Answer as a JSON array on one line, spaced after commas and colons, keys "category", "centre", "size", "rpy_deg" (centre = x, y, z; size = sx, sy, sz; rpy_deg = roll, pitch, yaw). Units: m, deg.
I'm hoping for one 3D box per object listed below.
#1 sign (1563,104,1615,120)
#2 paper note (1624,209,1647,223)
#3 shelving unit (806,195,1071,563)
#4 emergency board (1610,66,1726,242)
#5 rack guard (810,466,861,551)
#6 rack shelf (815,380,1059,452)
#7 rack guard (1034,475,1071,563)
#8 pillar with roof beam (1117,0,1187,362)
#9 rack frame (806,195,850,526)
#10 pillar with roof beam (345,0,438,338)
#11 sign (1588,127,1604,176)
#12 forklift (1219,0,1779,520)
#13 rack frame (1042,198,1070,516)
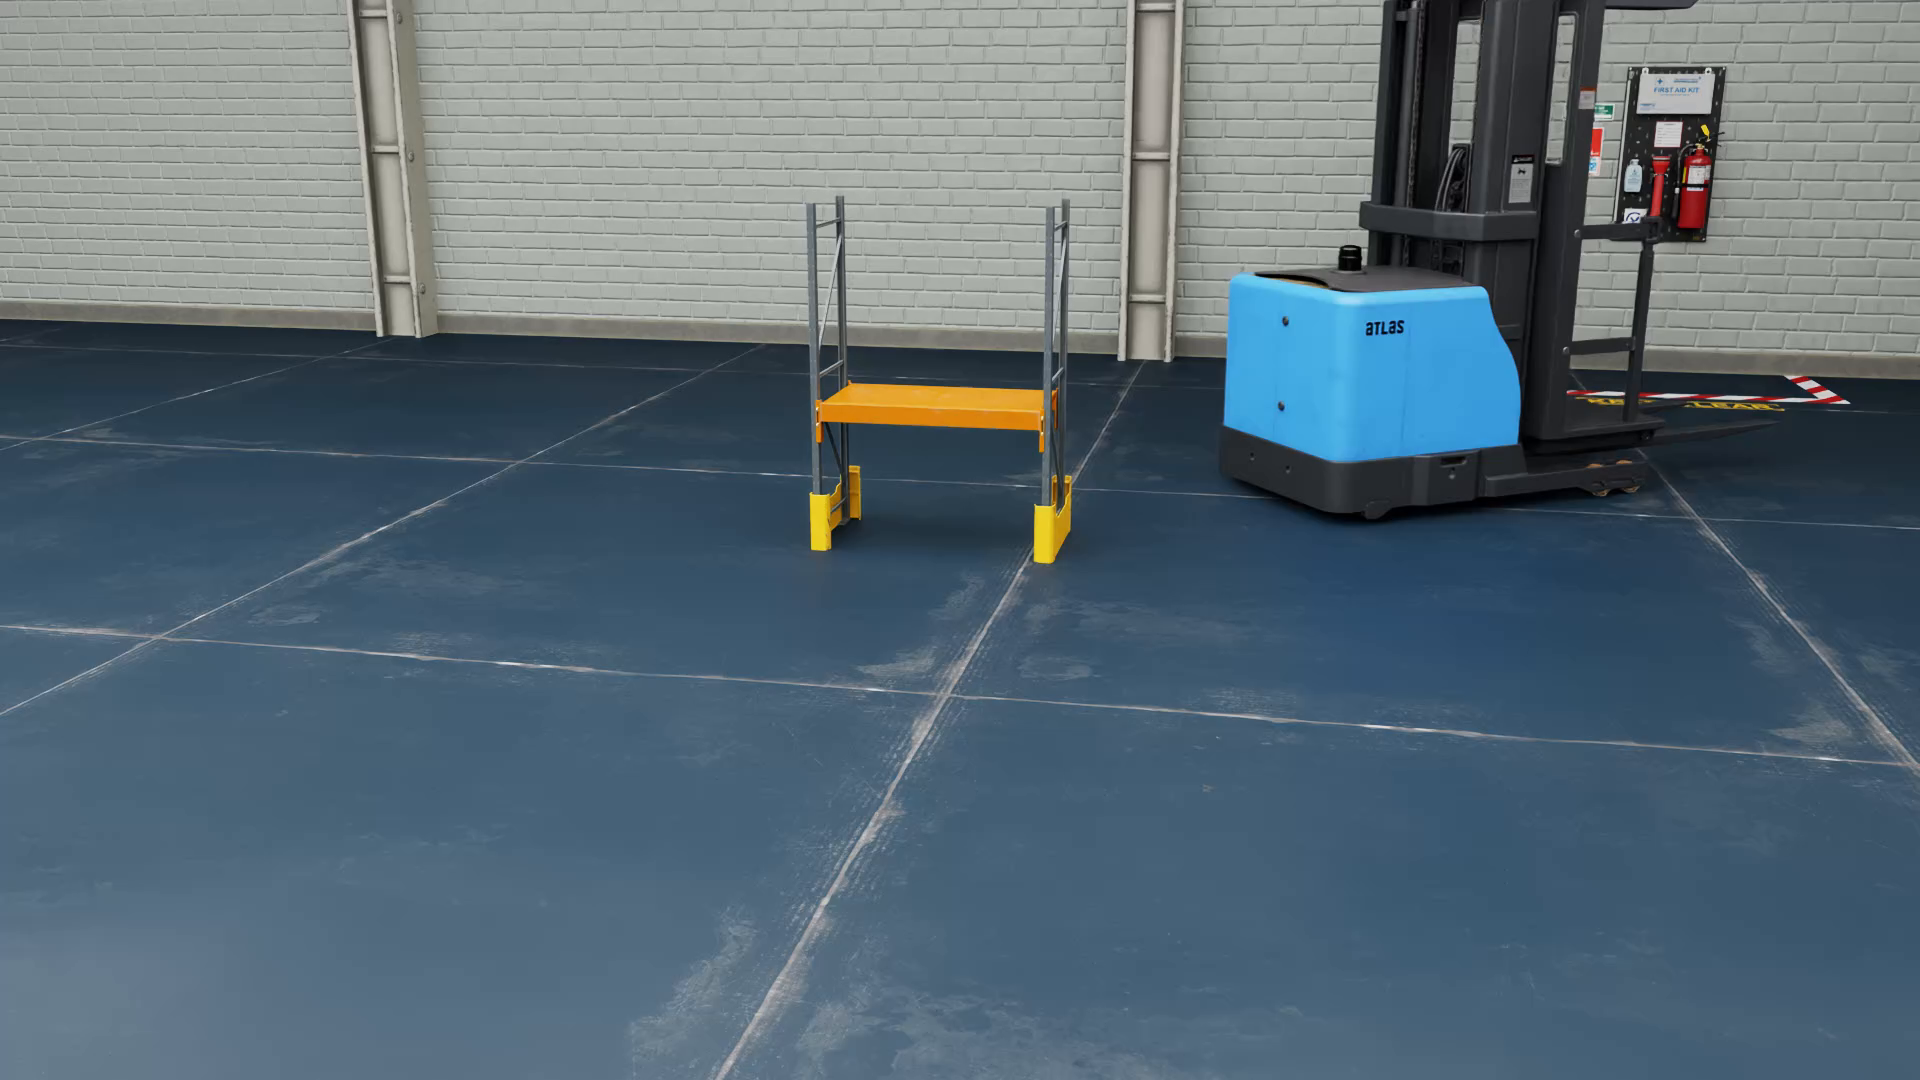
[{"category": "sign", "centre": [4.336, -2.951, 11.467], "size": [0.331, 0.109, 0.001], "rpy_deg": [3, 16, 11]}, {"category": "paper note", "centre": [4.695, -2.228, 11.565], "size": [0.142, 0.148, 0.016], "rpy_deg": [3, 16, 11]}, {"category": "shelving unit", "centre": [-0.075, -0.727, 7.306], "size": [1.083, 1.500, 0.587], "rpy_deg": [3, 16, 11]}, {"category": "emergency board", "centre": [4.854, -2.625, 11.348], "size": [0.643, 1.169, 0.194], "rpy_deg": [3, 16, 11]}, {"category": "rack guard", "centre": [-0.563, -0.151, 7.569], "size": [0.087, 0.250, 0.587], "rpy_deg": [3, 16, 11]}, {"category": "rack shelf", "centre": [-0.084, -0.554, 7.356], "size": [1.000, 0.185, 0.538], "rpy_deg": [3, 16, 11]}, {"category": "rack guard", "centre": [0.413, -0.098, 7.378], "size": [0.087, 0.250, 0.587], "rpy_deg": [3, 16, 11]}, {"category": "pillar with roof beam", "centre": [0.531, -4.567, 7.123], "size": [0.400, 9.000, 9.100], "rpy_deg": [3, 16, 11]}, {"category": "rack frame", "centre": [-0.582, -0.754, 7.406], "size": [0.032, 1.500, 0.500], "rpy_deg": [3, 16, 11]}, {"category": "pillar with roof beam", "centre": [-5.349, -4.886, 8.276], "size": [0.400, 9.000, 9.100], "rpy_deg": [3, 16, 11]}, {"category": "sign", "centre": [4.333, -2.698, 11.547], "size": [0.234, 0.329, 0.001], "rpy_deg": [3, 16, 11]}, {"category": "forklift", "centre": [2.887, -1.747, 8.309], "size": [3.031, 2.935, 1.130], "rpy_deg": [-7, 17, -23]}, {"category": "rack frame", "centre": [0.415, -0.700, 7.211], "size": [0.032, 1.500, 0.500], "rpy_deg": [3, 16, 11]}]
